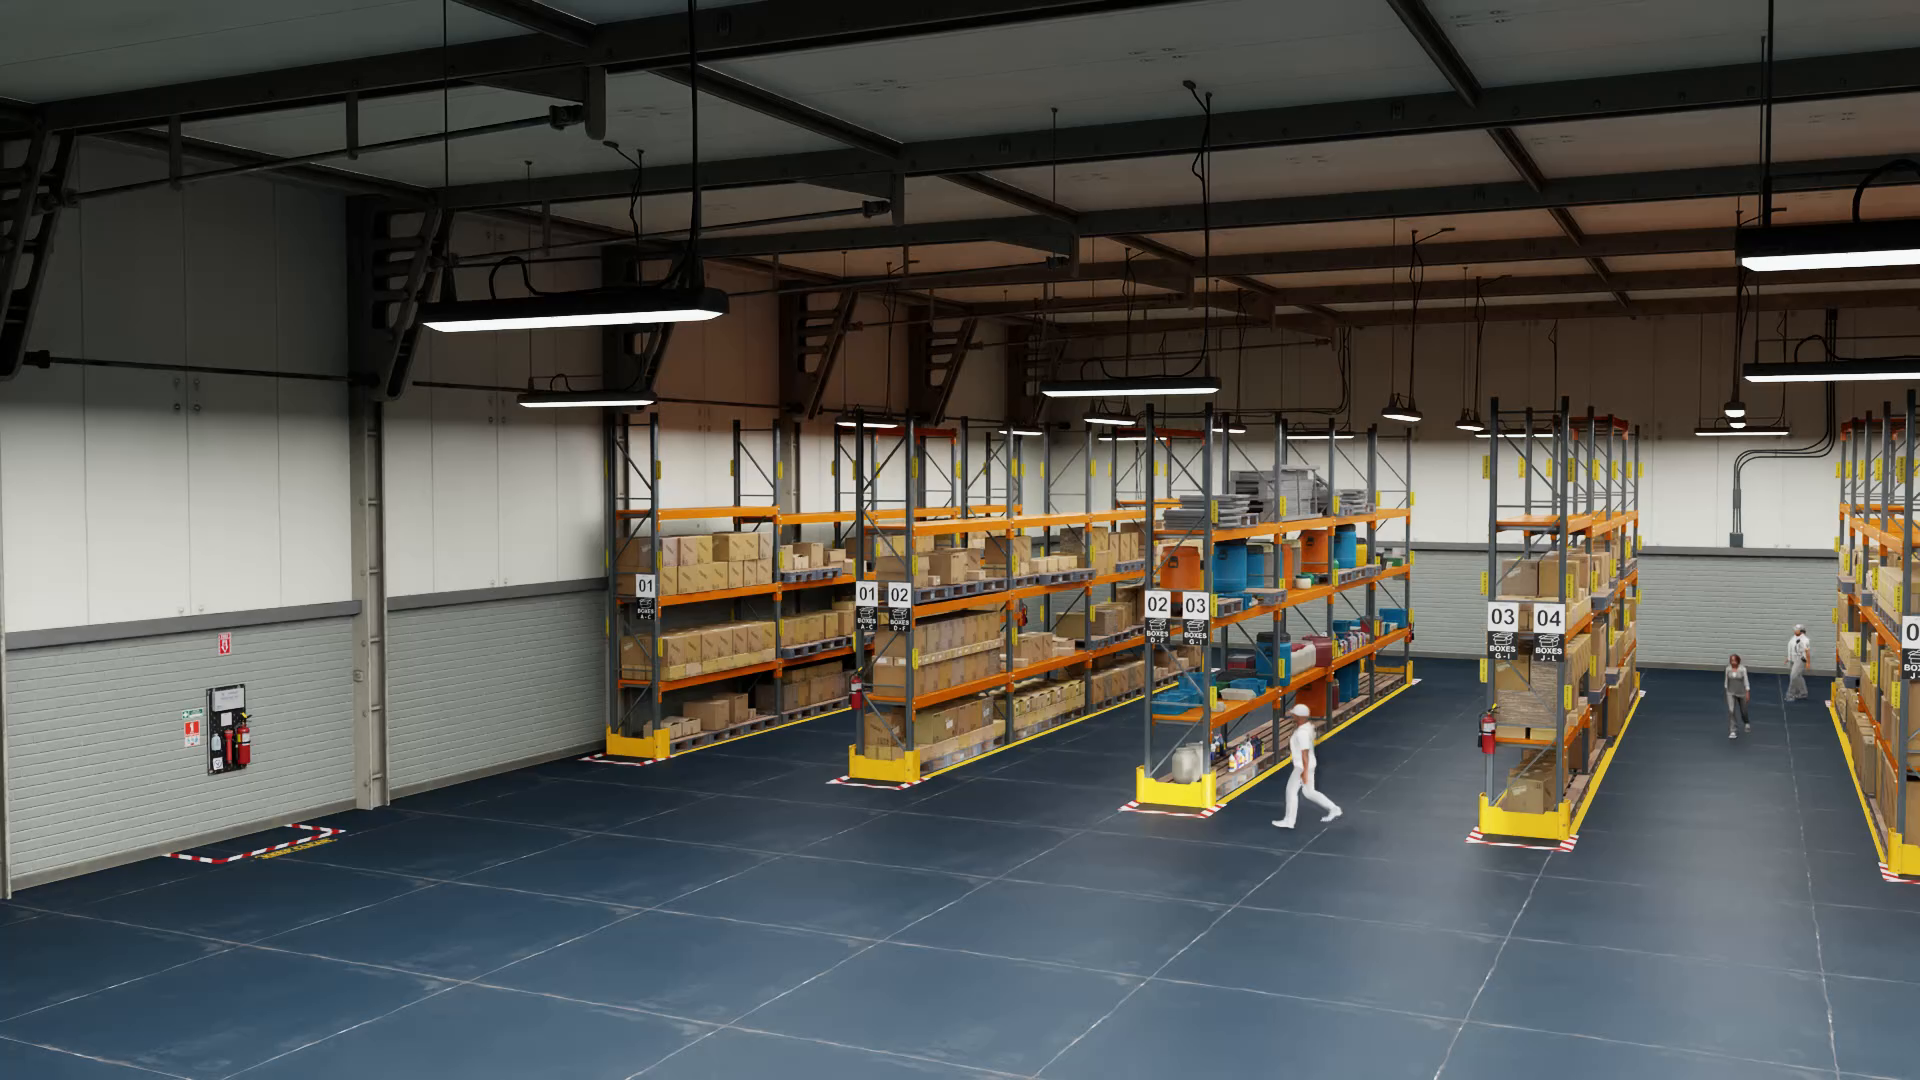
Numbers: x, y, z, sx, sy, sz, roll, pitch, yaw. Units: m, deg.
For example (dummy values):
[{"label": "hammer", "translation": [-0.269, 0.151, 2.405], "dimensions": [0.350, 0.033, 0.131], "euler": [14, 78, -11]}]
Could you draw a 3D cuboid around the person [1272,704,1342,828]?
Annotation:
[{"label": "person", "translation": [4.845, 3.153, 23.194], "dimensions": [0.961, 1.737, 0.609], "euler": [0, 2, 12]}]

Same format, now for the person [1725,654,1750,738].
[{"label": "person", "translation": [14.587, 2.901, 31.187], "dimensions": [0.442, 1.559, 0.852], "euler": [2, 3, 34]}]

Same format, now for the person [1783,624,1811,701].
[{"label": "person", "translation": [18.207, 2.680, 36.205], "dimensions": [0.739, 1.706, 0.565], "euler": [0, 2, -11]}]
